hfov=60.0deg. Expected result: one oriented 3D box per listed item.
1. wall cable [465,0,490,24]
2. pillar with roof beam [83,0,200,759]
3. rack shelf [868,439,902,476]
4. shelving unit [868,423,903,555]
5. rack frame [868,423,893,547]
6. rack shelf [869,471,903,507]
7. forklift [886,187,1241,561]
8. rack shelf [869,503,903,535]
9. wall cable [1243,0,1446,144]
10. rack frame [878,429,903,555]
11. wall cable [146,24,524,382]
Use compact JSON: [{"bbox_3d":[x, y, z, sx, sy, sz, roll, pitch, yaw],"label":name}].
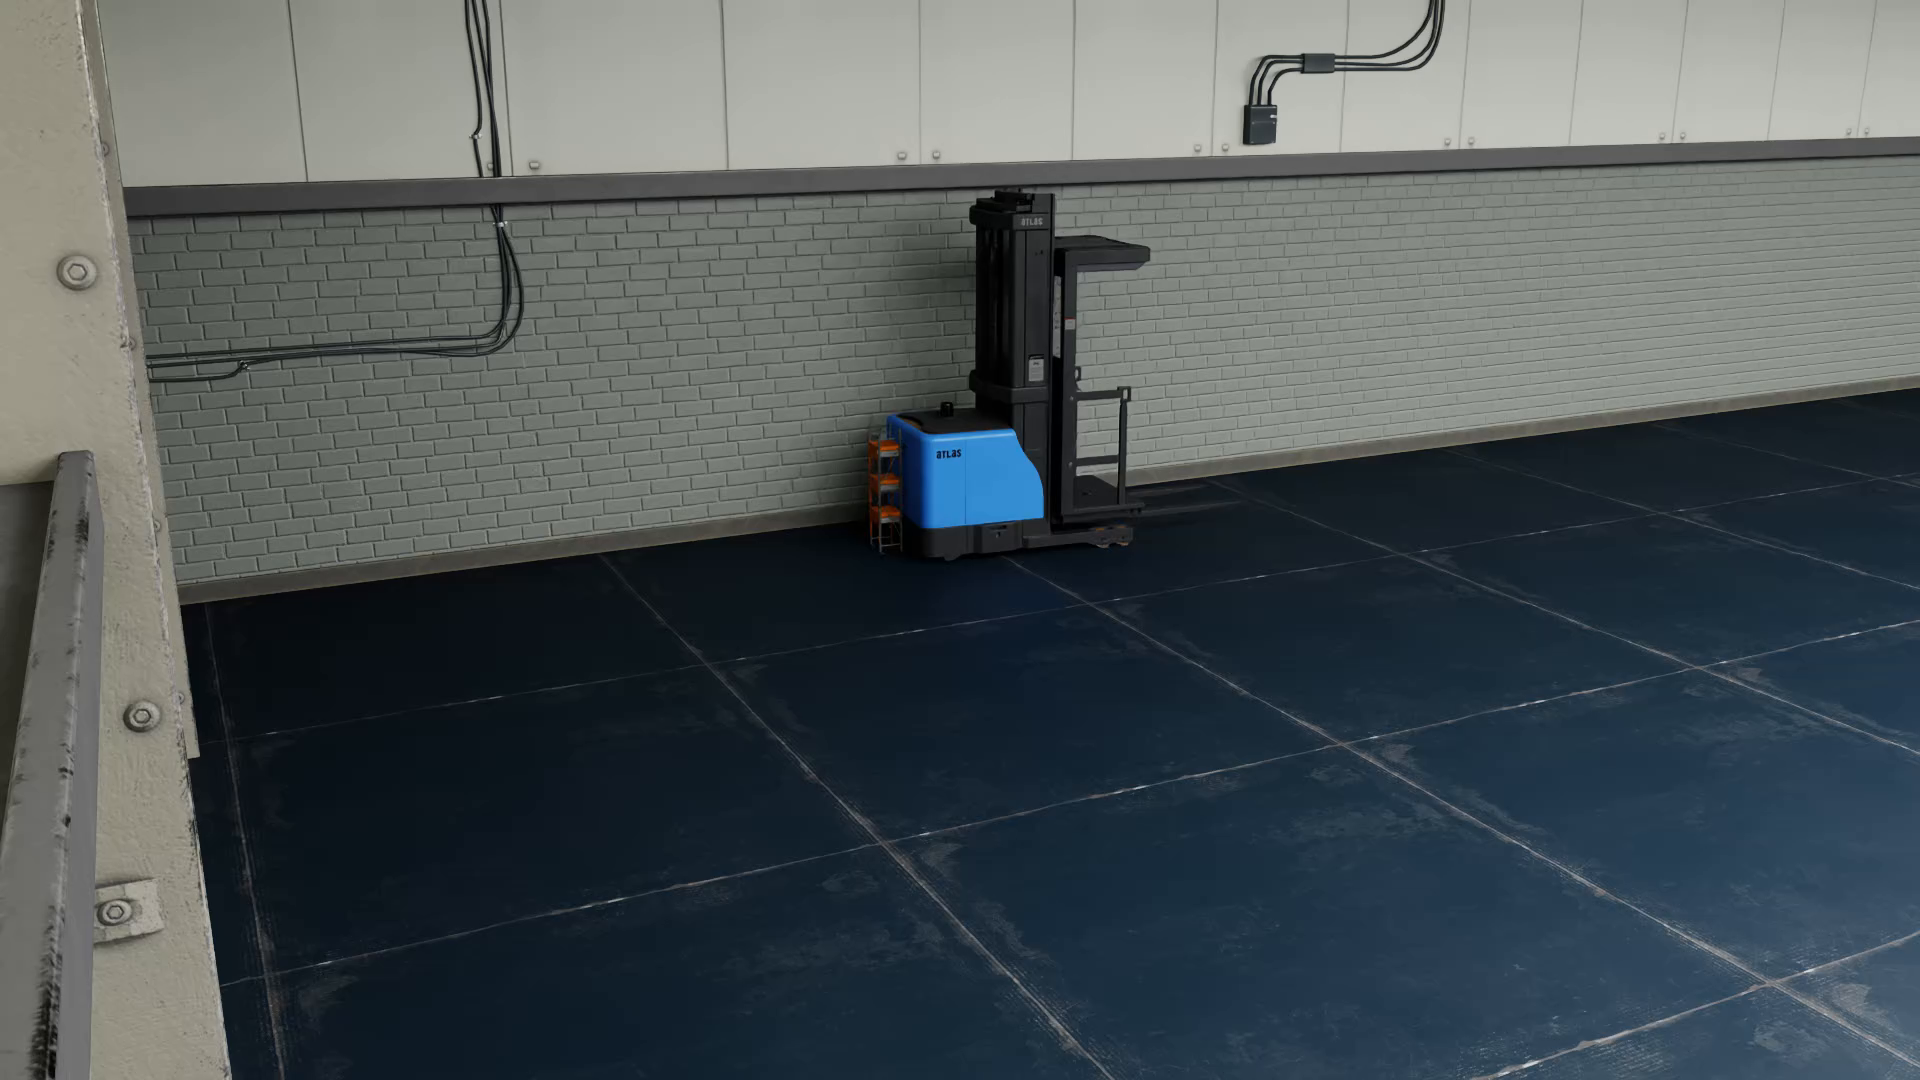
[{"bbox_3d":[-2.376,-5.231,12.640,3.097,2.526,0.112,-8,18,-25],"label":"wall cable"},{"bbox_3d":[-0.836,-3.599,10.479,9.100,9.000,0.400,-8,18,-25],"label":"pillar with roof beam"},{"bbox_3d":[-0.619,-0.688,13.755,0.215,0.259,0.240,-6,17,-21],"label":"rack shelf"},{"bbox_3d":[-0.619,-0.425,13.830,0.215,1.050,0.252,-6,17,-21],"label":"shelving unit"},{"bbox_3d":[-0.664,-0.457,13.939,0.200,1.050,0.008,-6,17,-21],"label":"rack frame"},{"bbox_3d":[-0.619,-0.415,13.833,0.215,0.259,0.240,-6,17,-21],"label":"rack shelf"},{"bbox_3d":[0.936,-1.470,14.060,3.031,2.935,1.130,-6,17,-20],"label":"forklift"},{"bbox_3d":[-0.619,-0.148,13.910,0.215,0.259,0.240,-6,17,-21],"label":"rack shelf"},{"bbox_3d":[3.733,-6.747,15.284,2.305,6.003,0.169,-8,18,-25],"label":"wall cable"},{"bbox_3d":[-0.575,-0.394,13.721,0.200,1.050,0.008,-6,17,-21],"label":"rack frame"},{"bbox_3d":[-4.808,-2.477,12.197,3.097,2.526,0.112,-8,18,-25],"label":"wall cable"}]
